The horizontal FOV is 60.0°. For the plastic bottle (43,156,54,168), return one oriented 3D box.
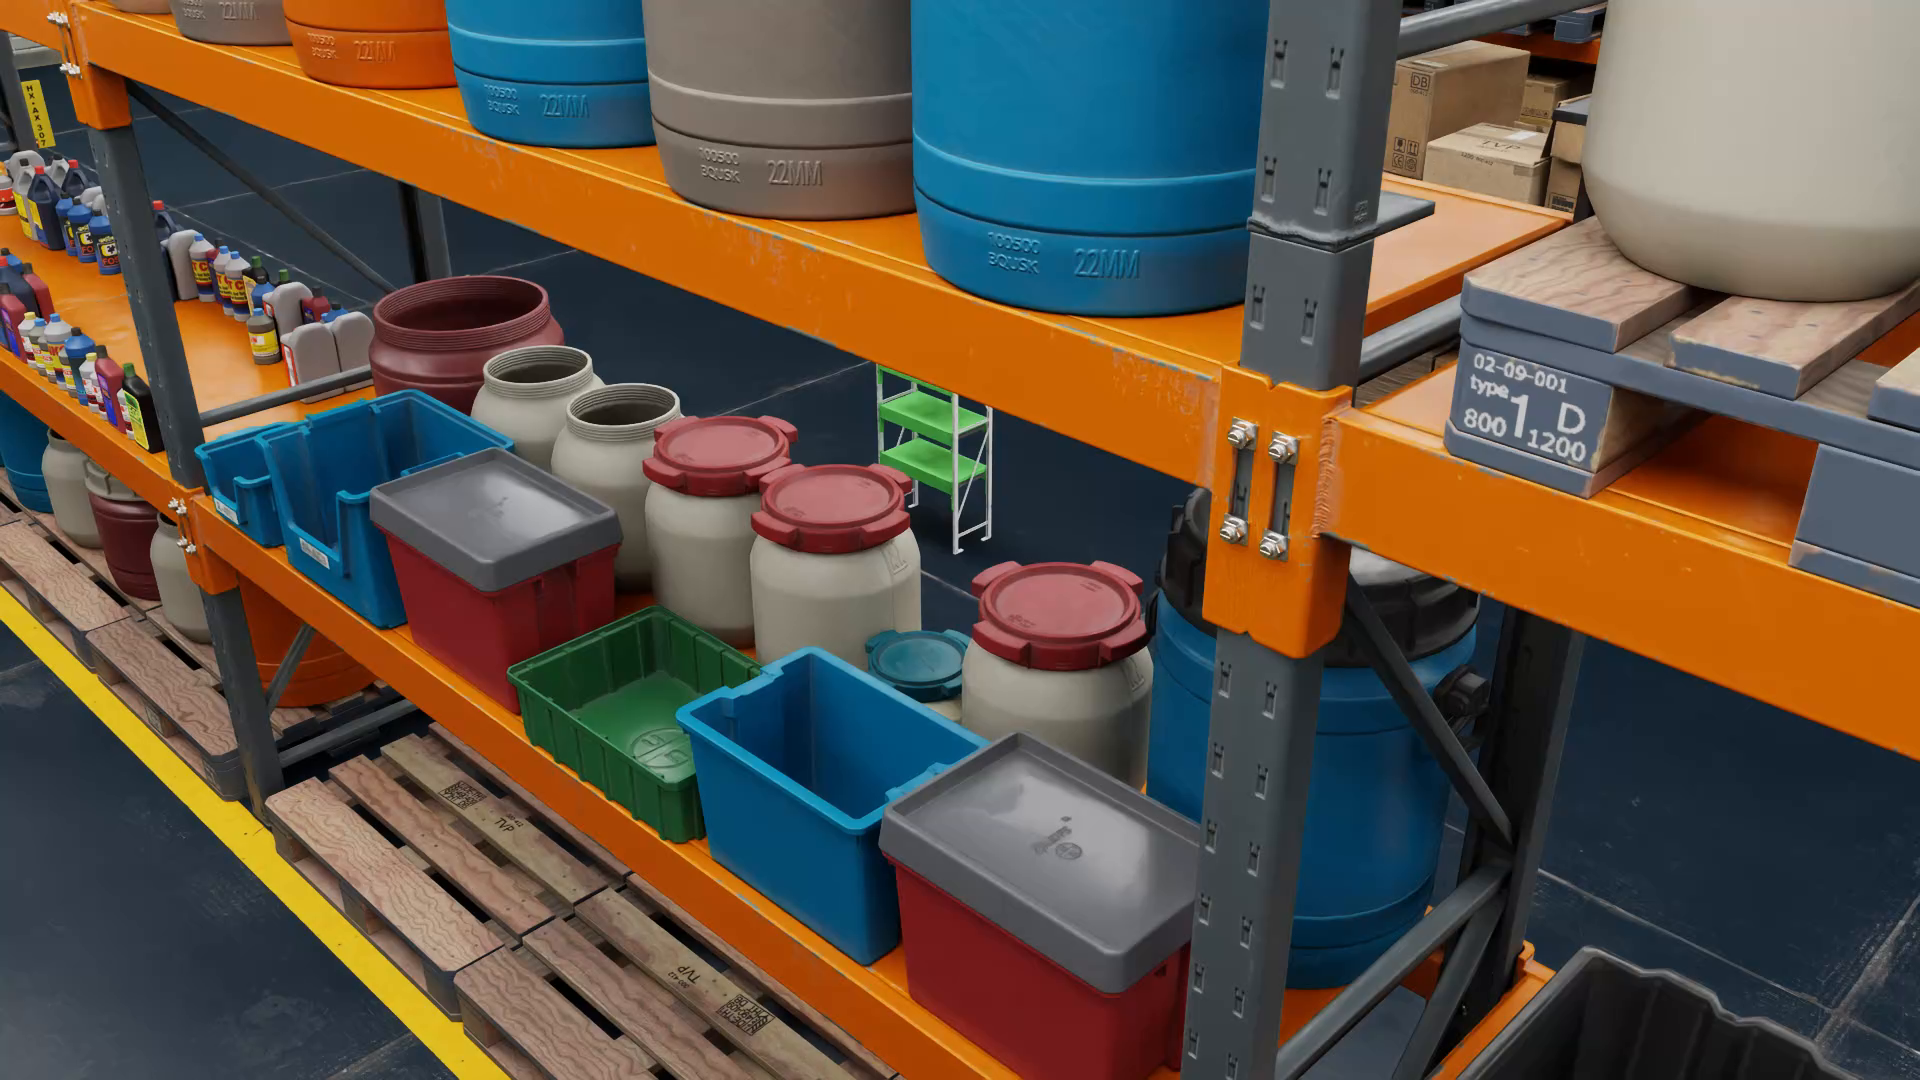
[{"bbox_3d":[-4.257,-1.670,7.828,0.133,0.283,0.061,25,36,38],"label":"plastic bottle"}]

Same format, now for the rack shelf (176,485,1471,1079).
[{"bbox_3d":[-0.683,0.473,4.401,4.000,0.370,1.077,25,36,38],"label":"rack shelf"}]

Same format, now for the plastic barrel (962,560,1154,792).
[{"bbox_3d":[0.215,0.362,3.693,0.433,0.535,0.433,0,28,0],"label":"plastic barrel"}]

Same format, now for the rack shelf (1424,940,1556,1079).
[{"bbox_3d":[2.169,1.778,1.919,4.000,0.370,1.077,25,36,38],"label":"rack shelf"}]

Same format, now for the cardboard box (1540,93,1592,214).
[{"bbox_3d":[2.915,-1.603,7.014,0.797,0.503,0.637,-21,34,-34],"label":"cardboard box"}]

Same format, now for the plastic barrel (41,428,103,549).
[{"bbox_3d":[-3.741,-0.260,7.243,0.421,0.512,0.421,0,28,0],"label":"plastic barrel"}]

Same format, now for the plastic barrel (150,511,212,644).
[{"bbox_3d":[-2.935,0.109,6.543,0.421,0.512,0.421,0,28,0],"label":"plastic barrel"}]

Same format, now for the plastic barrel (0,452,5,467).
[{"bbox_3d":[-4.585,-0.877,7.999,0.708,0.901,0.600,25,36,38],"label":"plastic barrel"}]

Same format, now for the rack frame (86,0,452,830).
[{"bbox_3d":[-2.109,-0.498,5.474,0.127,3.000,1.000,25,36,38],"label":"rack frame"}]

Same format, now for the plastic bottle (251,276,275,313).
[{"bbox_3d":[-2.627,-0.867,6.315,0.097,0.271,0.097,0,28,0],"label":"plastic bottle"}]

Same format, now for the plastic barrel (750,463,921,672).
[{"bbox_3d":[-0.308,0.122,4.148,0.433,0.535,0.433,0,28,0],"label":"plastic barrel"}]

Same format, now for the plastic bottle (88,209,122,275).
[{"bbox_3d":[-3.646,-1.274,7.089,0.097,0.271,0.097,0,28,0],"label":"plastic bottle"}]

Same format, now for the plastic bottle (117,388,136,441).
[{"bbox_3d":[-2.766,-0.444,5.586,0.097,0.201,0.097,0,28,0],"label":"plastic bottle"}]

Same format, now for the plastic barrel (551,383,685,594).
[{"bbox_3d":[-0.925,-0.145,4.684,0.421,0.512,0.421,0,28,0],"label":"plastic barrel"}]

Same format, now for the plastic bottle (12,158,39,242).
[{"bbox_3d":[-4.178,-1.542,7.513,0.185,0.351,0.144,25,36,38],"label":"plastic bottle"}]

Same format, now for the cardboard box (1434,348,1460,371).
[{"bbox_3d":[2.669,-0.659,7.993,0.700,0.500,0.500,-22,35,-35],"label":"cardboard box"}]

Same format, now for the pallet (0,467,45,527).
[{"bbox_3d":[-4.440,-0.304,8.100,1.213,0.211,1.003,25,36,38],"label":"pallet"}]

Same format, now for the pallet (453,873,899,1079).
[{"bbox_3d":[-0.718,1.400,4.861,1.213,0.211,1.003,25,36,38],"label":"pallet"}]

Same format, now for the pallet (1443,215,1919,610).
[{"bbox_3d":[1.326,-0.234,1.952,1.003,0.211,1.213,25,36,38],"label":"pallet"}]

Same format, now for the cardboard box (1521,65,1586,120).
[{"bbox_3d":[4.241,-3.303,12.237,0.500,0.250,0.500,24,36,37],"label":"cardboard box"}]

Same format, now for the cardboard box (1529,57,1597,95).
[{"bbox_3d":[4.591,-3.472,12.558,0.500,0.250,0.500,23,35,36],"label":"cardboard box"}]

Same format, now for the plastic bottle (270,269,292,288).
[{"bbox_3d":[-2.585,-0.905,6.373,0.133,0.283,0.061,25,36,38],"label":"plastic bottle"}]

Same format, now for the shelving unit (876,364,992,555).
[{"bbox_3d":[-0.118,-0.585,7.573,0.503,1.200,0.258,25,36,38],"label":"shelving unit"}]

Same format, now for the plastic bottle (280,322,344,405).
[{"bbox_3d":[-2.298,-0.641,5.880,0.135,0.276,0.152,25,36,38],"label":"plastic bottle"}]

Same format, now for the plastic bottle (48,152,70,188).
[{"bbox_3d":[-4.077,-1.590,7.604,0.185,0.351,0.144,25,36,38],"label":"plastic bottle"}]

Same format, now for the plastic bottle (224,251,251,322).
[{"bbox_3d":[-2.844,-1.006,6.579,0.097,0.271,0.097,0,28,0],"label":"plastic bottle"}]

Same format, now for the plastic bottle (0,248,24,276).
[{"bbox_3d":[-3.769,-1.029,6.621,0.097,0.271,0.097,0,28,0],"label":"plastic bottle"}]

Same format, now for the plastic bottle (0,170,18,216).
[{"bbox_3d":[-4.528,-1.647,7.872,0.097,0.201,0.097,0,28,0],"label":"plastic bottle"}]

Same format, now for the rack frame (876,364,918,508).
[{"bbox_3d":[-0.292,-0.665,7.725,0.015,1.200,0.240,25,36,38],"label":"rack frame"}]

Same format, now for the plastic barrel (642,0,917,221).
[{"bbox_3d":[-0.238,-1.050,2.762,0.600,0.901,0.600,0,28,0],"label":"plastic barrel"}]

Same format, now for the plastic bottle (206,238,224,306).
[{"bbox_3d":[-2.983,-1.087,6.720,0.133,0.283,0.061,25,36,38],"label":"plastic bottle"}]

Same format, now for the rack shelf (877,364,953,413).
[{"bbox_3d":[-0.118,-0.741,7.492,0.480,0.148,0.258,25,36,38],"label":"rack shelf"}]

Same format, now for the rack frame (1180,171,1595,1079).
[{"bbox_3d":[0.743,0.807,2.992,0.127,3.000,1.000,25,36,38],"label":"rack frame"}]

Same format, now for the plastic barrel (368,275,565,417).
[{"bbox_3d":[-1.566,-0.508,5.346,0.708,0.536,0.600,25,36,38],"label":"plastic barrel"}]

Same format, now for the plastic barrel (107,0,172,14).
[{"bbox_3d":[-2.102,-1.672,4.364,0.421,0.512,0.421,0,28,0],"label":"plastic barrel"}]

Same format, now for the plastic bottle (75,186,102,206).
[{"bbox_3d":[-3.834,-1.443,7.405,0.135,0.276,0.152,25,36,38],"label":"plastic bottle"}]

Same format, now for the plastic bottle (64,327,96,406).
[{"bbox_3d":[-3.070,-0.614,5.833,0.097,0.271,0.097,0,28,0],"label":"plastic bottle"}]

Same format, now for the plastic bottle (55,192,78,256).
[{"bbox_3d":[-3.908,-1.394,7.316,0.097,0.271,0.097,0,28,0],"label":"plastic bottle"}]

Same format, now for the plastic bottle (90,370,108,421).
[{"bbox_3d":[-2.931,-0.520,5.729,0.097,0.201,0.097,0,28,0],"label":"plastic bottle"}]

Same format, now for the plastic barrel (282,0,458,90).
[{"bbox_3d":[-1.209,-1.463,3.624,0.708,0.830,0.600,25,36,38],"label":"plastic barrel"}]

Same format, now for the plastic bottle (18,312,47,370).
[{"bbox_3d":[-3.417,-0.742,6.152,0.097,0.201,0.097,0,28,0],"label":"plastic bottle"}]

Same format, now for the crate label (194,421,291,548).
[{"bbox_3d":[-2.072,-0.162,5.015,0.416,0.233,0.303,25,36,38],"label":"crate label"}]

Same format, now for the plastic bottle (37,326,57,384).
[{"bbox_3d":[-3.278,-0.679,6.031,0.097,0.201,0.097,0,28,0],"label":"plastic bottle"}]

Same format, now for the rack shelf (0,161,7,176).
[{"bbox_3d":[-6.388,-2.138,9.365,4.000,0.370,1.077,25,36,38],"label":"rack shelf"}]

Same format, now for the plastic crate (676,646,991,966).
[{"bbox_3d":[-0.262,0.557,3.484,0.575,0.384,0.392,25,36,38],"label":"plastic crate"}]

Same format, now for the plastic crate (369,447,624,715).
[{"bbox_3d":[-1.171,0.102,4.264,0.583,0.464,0.402,25,36,38],"label":"plastic crate"}]

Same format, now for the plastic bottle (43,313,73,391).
[{"bbox_3d":[-3.208,-0.678,5.954,0.097,0.271,0.097,0,28,0],"label":"plastic bottle"}]

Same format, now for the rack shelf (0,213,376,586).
[{"bbox_3d":[-3.535,-0.832,6.883,4.000,0.370,1.077,25,36,38],"label":"rack shelf"}]

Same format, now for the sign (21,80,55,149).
[{"bbox_3d":[-4.574,-2.108,8.238,0.005,0.325,0.100,25,36,38],"label":"sign"}]

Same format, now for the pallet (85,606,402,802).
[{"bbox_3d":[-2.701,0.493,6.586,1.213,0.211,1.003,25,36,38],"label":"pallet"}]

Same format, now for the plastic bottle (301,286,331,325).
[{"bbox_3d":[-2.393,-0.817,6.207,0.133,0.283,0.061,25,36,38],"label":"plastic bottle"}]

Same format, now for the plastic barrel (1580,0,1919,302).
[{"bbox_3d":[0.912,-0.550,1.779,0.421,0.512,0.421,0,28,0],"label":"plastic barrel"}]

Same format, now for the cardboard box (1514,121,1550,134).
[{"bbox_3d":[2.742,-1.814,7.670,0.258,0.266,0.396,23,36,37],"label":"cardboard box"}]

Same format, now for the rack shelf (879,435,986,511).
[{"bbox_3d":[-0.118,-0.316,7.715,0.480,0.148,0.258,25,36,38],"label":"rack shelf"}]

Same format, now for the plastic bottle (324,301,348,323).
[{"bbox_3d":[-2.255,-0.737,6.066,0.097,0.271,0.097,0,28,0],"label":"plastic bottle"}]

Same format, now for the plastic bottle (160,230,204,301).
[{"bbox_3d":[-3.180,-1.144,6.836,0.135,0.276,0.152,25,36,38],"label":"plastic bottle"}]

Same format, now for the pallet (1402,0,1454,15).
[{"bbox_3d":[3.473,-4.302,12.915,1.213,0.211,1.003,25,36,38],"label":"pallet"}]
